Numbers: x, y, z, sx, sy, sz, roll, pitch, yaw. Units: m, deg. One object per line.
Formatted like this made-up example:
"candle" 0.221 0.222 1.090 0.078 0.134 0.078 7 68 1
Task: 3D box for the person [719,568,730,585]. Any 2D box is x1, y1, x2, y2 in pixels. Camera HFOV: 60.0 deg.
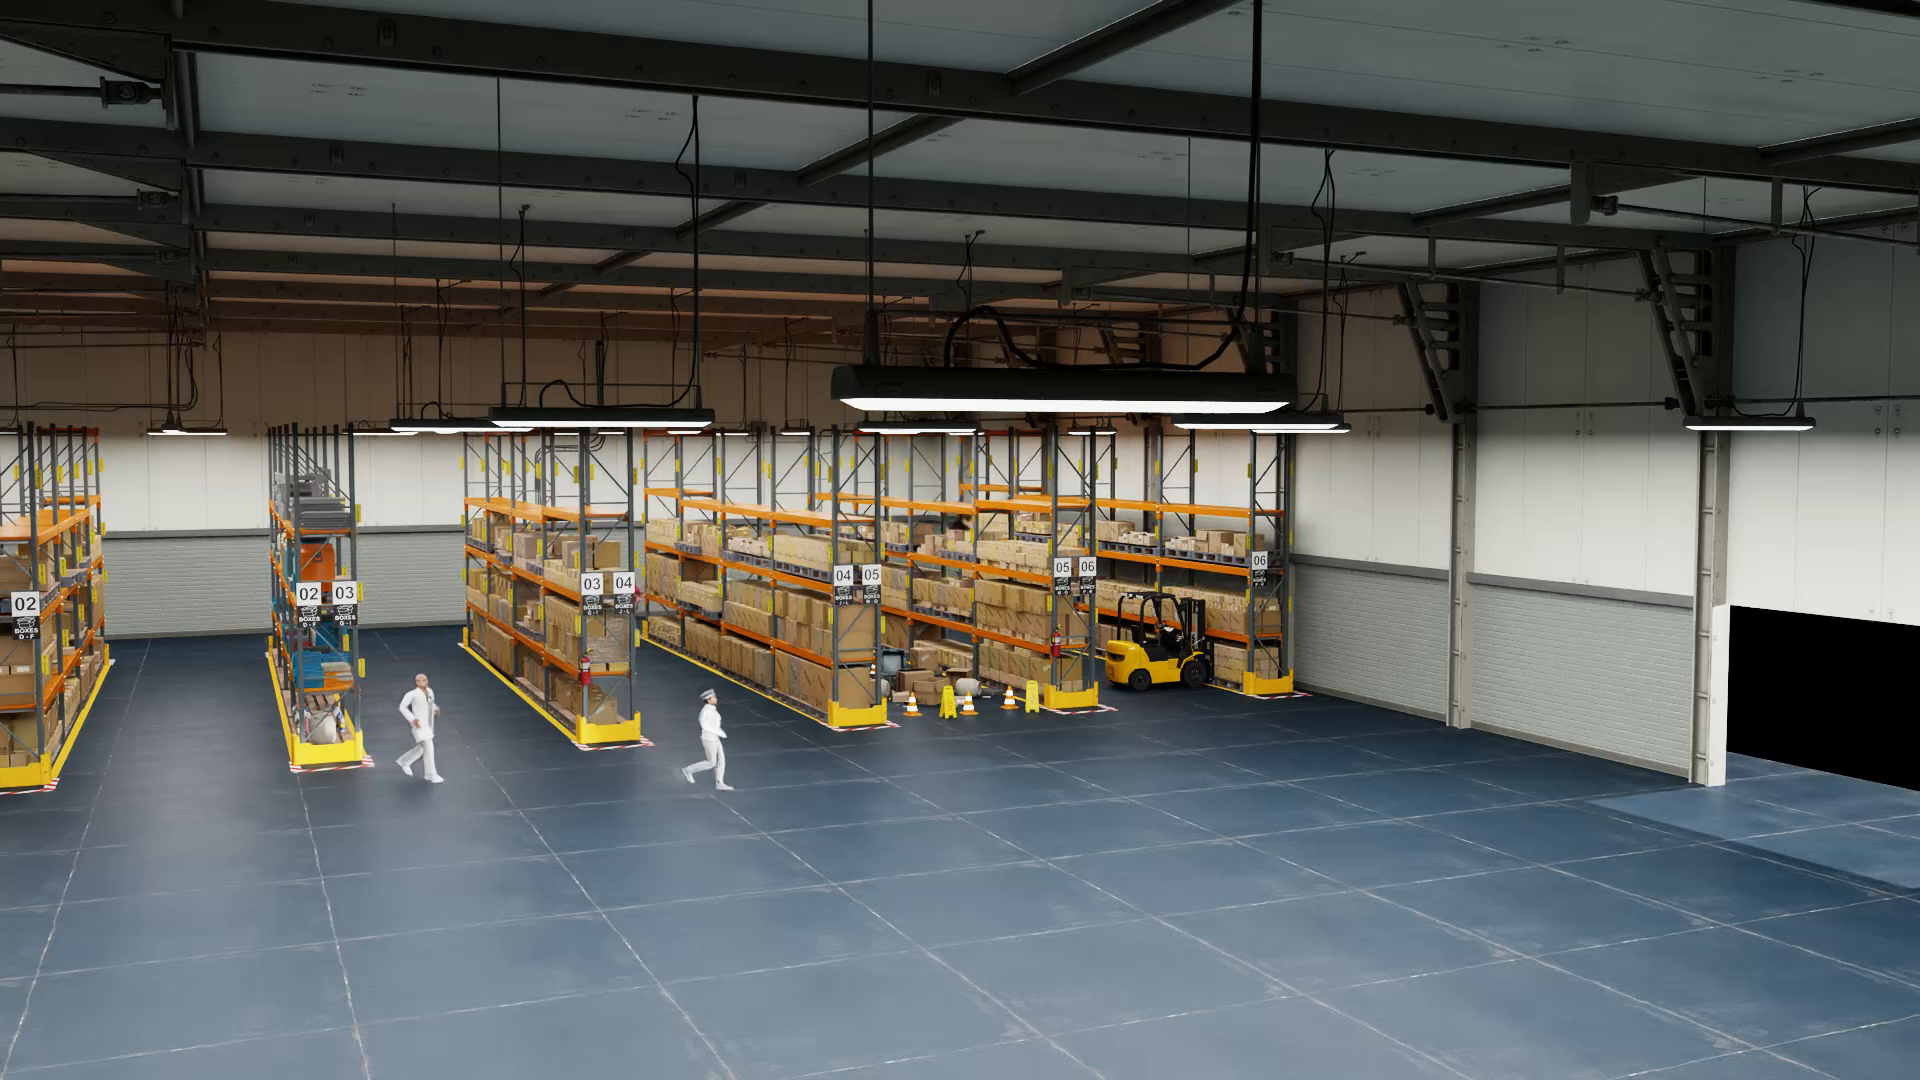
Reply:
"person" -7.196 1.753 50.028 0.929 1.804 0.676 -3 4 -39

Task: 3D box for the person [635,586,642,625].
"person" -9.523 1.948 48.459 0.692 1.720 0.626 2 4 35

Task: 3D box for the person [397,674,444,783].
"person" -9.008 3.117 27.738 0.957 1.789 0.700 1 4 17

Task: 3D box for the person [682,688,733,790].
"person" -4.096 3.246 27.014 0.812 1.681 0.618 0 3 -2
